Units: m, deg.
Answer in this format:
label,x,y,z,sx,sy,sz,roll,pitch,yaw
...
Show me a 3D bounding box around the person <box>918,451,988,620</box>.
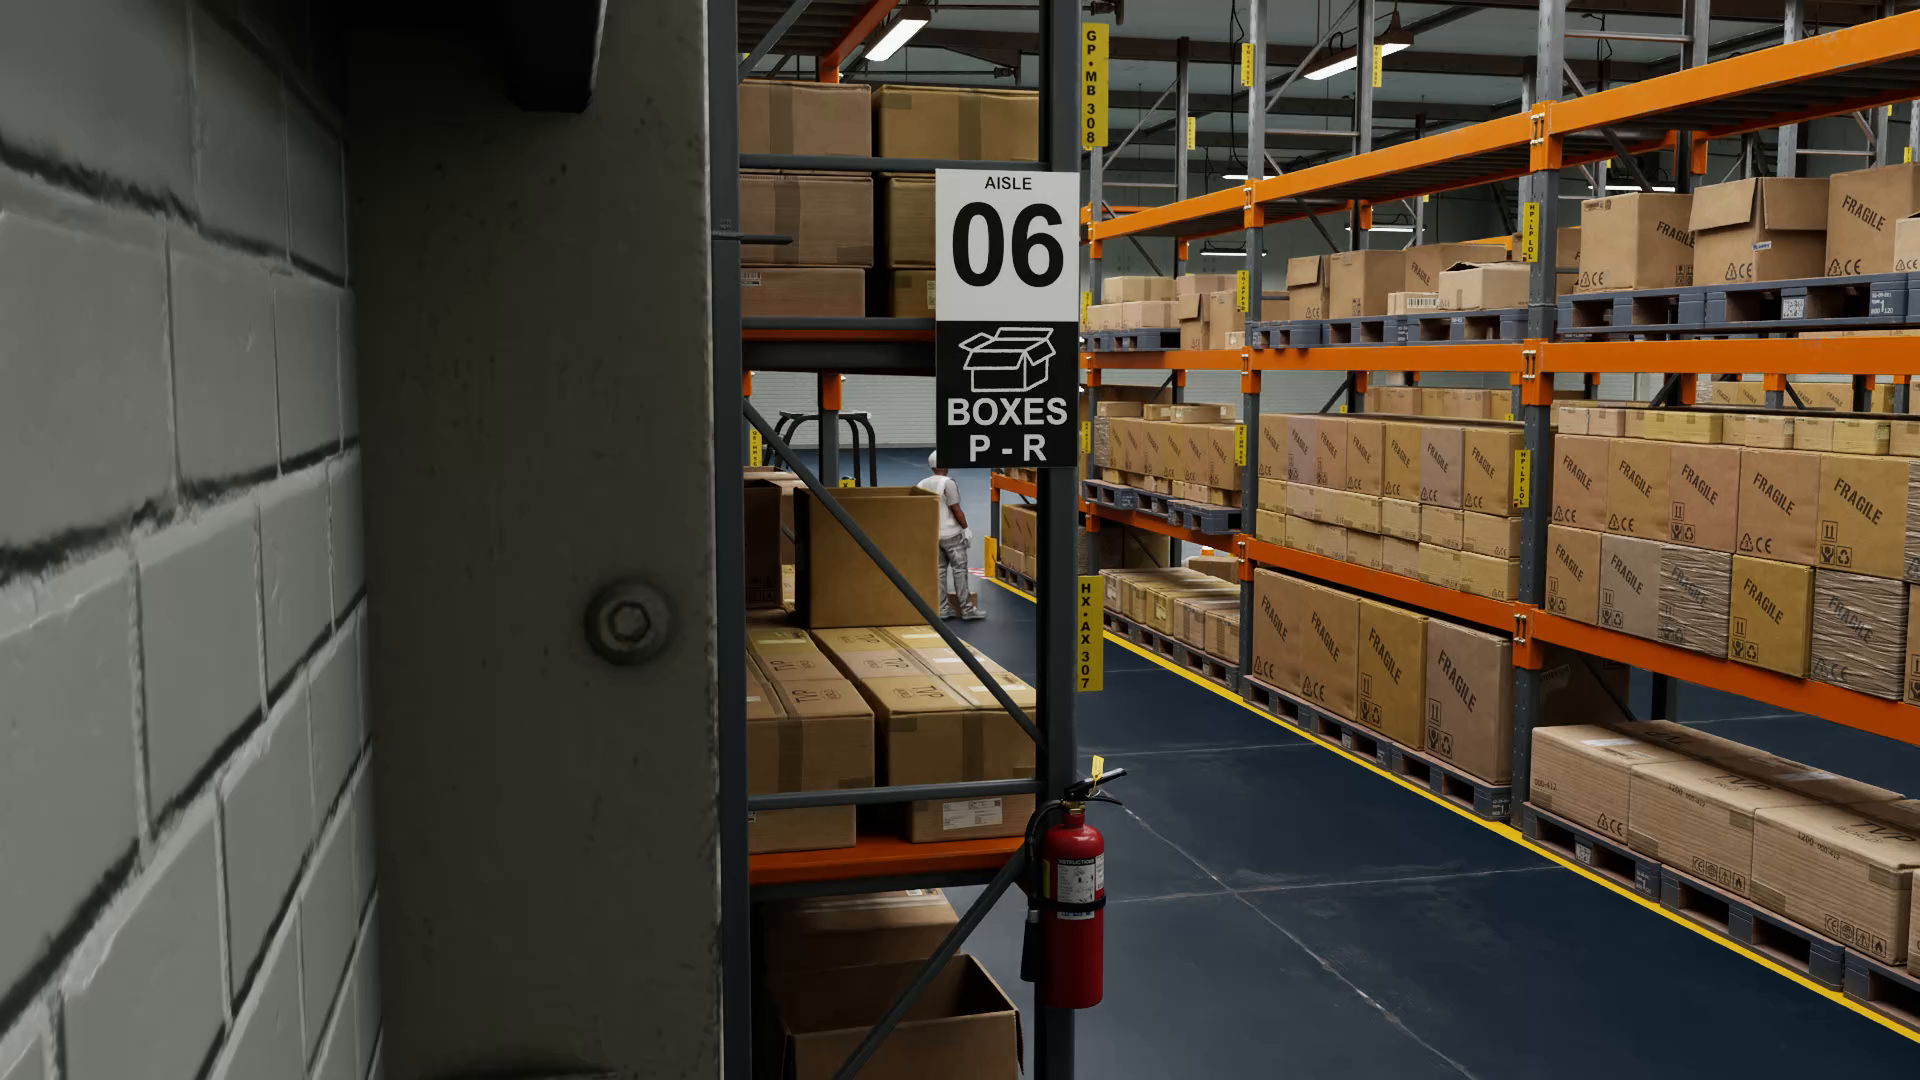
label,x,y,z,sx,sy,sz,roll,pitch,yaw
person,-0.104,-0.062,17.574,0.655,1.782,0.577,6,8,44
